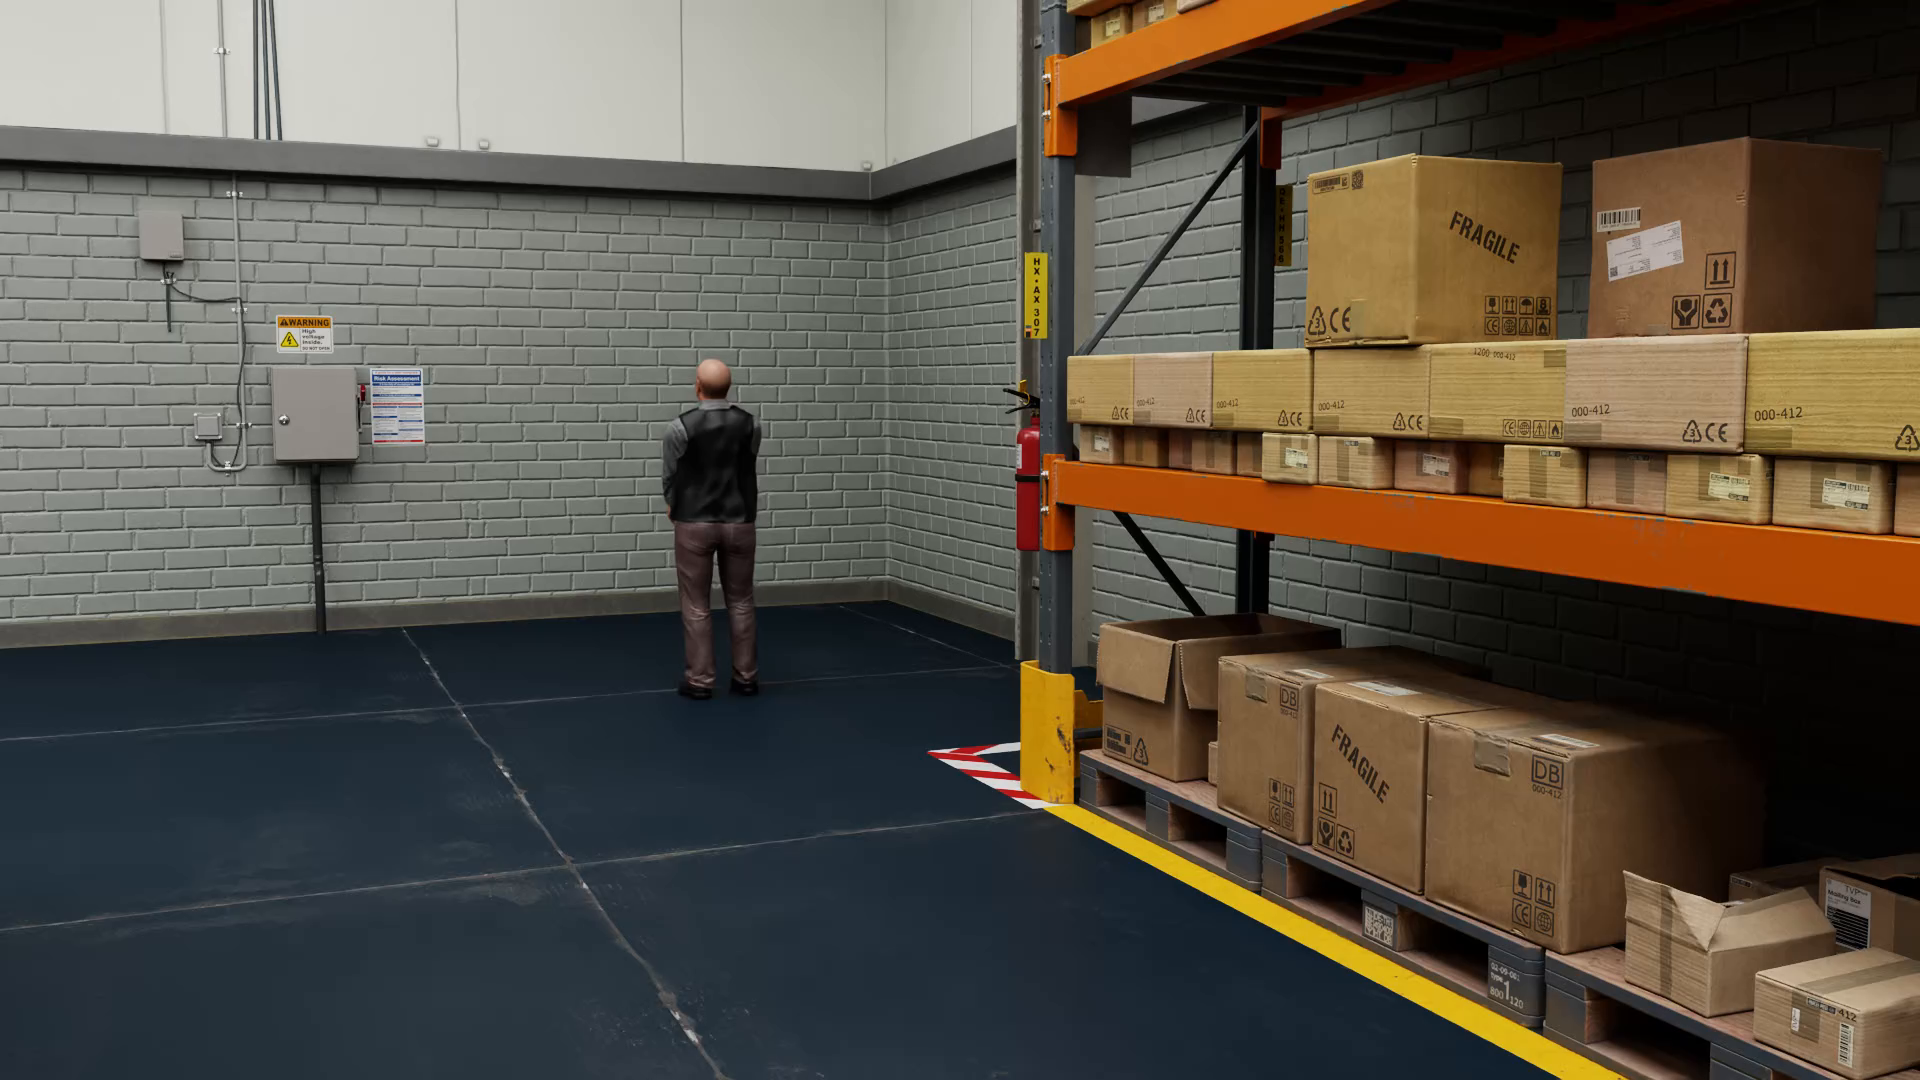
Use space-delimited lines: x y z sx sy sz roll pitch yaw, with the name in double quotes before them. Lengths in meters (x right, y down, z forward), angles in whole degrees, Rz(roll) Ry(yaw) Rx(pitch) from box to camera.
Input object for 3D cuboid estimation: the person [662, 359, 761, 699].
"person" -1.294 -0.028 8.566 0.505 1.650 0.545 -2 6 -25
